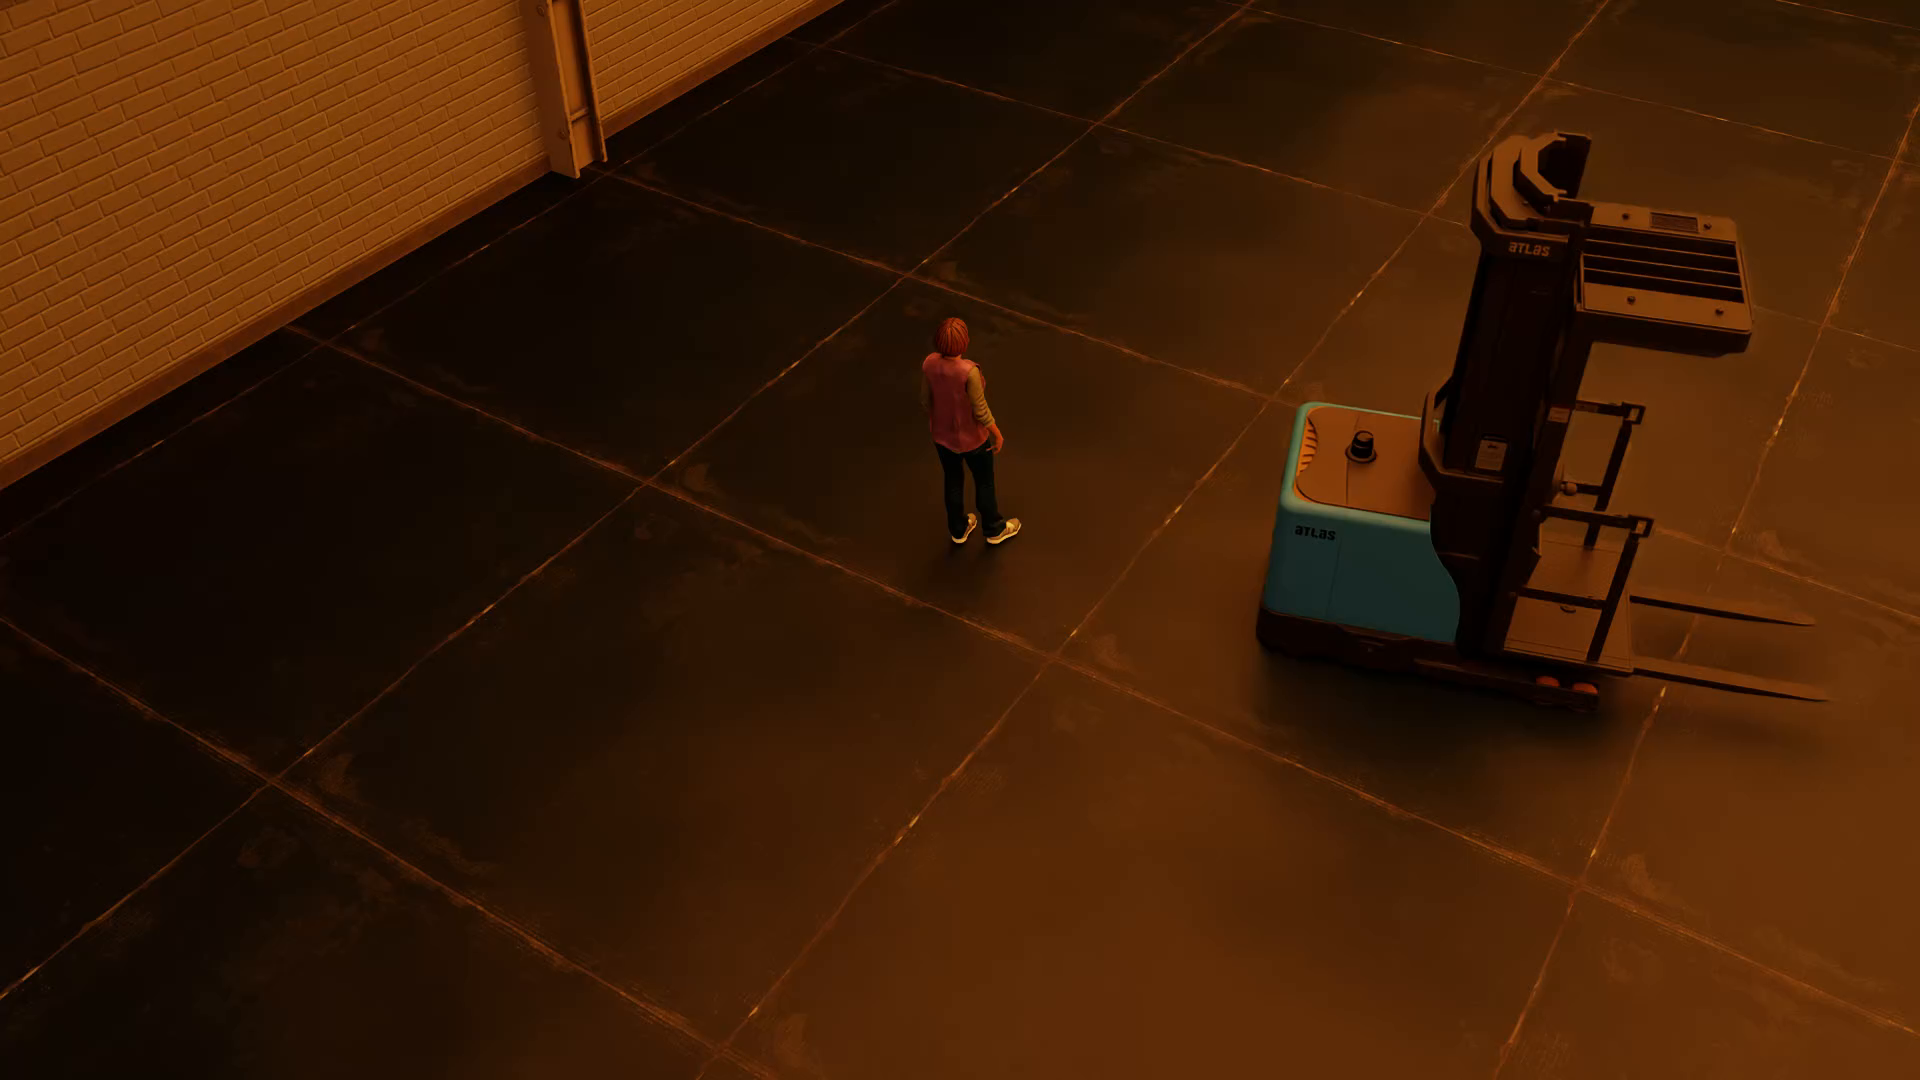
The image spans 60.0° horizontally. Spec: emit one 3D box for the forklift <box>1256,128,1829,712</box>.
[{"bbox_3d":[3.266,-0.556,8.623,3.031,2.935,1.130,10,41,12],"label":"forklift"}]

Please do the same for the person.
[{"bbox_3d":[0.052,-0.651,9.755,0.520,1.599,0.473,22,45,24],"label":"person"}]
